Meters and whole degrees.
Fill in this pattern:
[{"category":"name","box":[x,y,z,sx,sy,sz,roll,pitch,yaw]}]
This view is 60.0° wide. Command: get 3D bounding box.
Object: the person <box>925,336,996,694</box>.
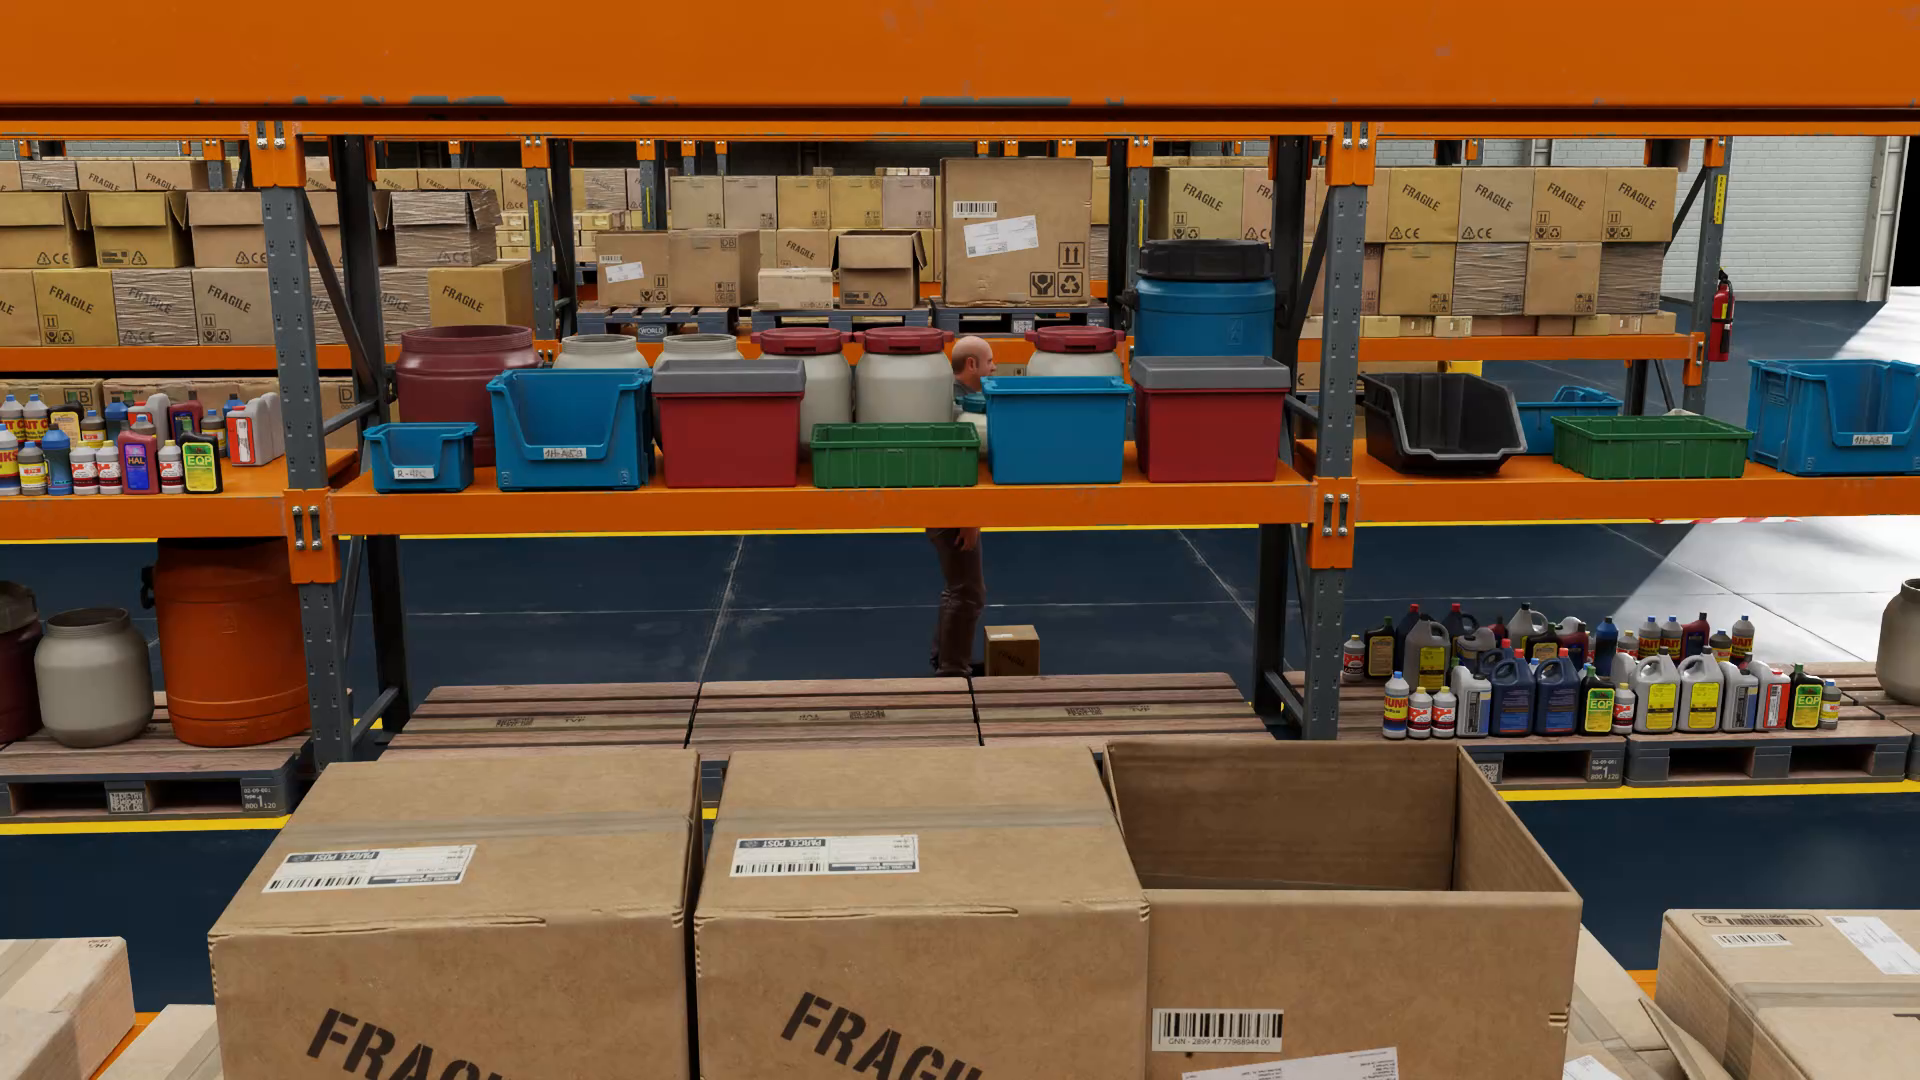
[{"category":"person","box":[-0.026,-0.127,8.076,0.421,1.720,0.580,-1,13,-3]}]
